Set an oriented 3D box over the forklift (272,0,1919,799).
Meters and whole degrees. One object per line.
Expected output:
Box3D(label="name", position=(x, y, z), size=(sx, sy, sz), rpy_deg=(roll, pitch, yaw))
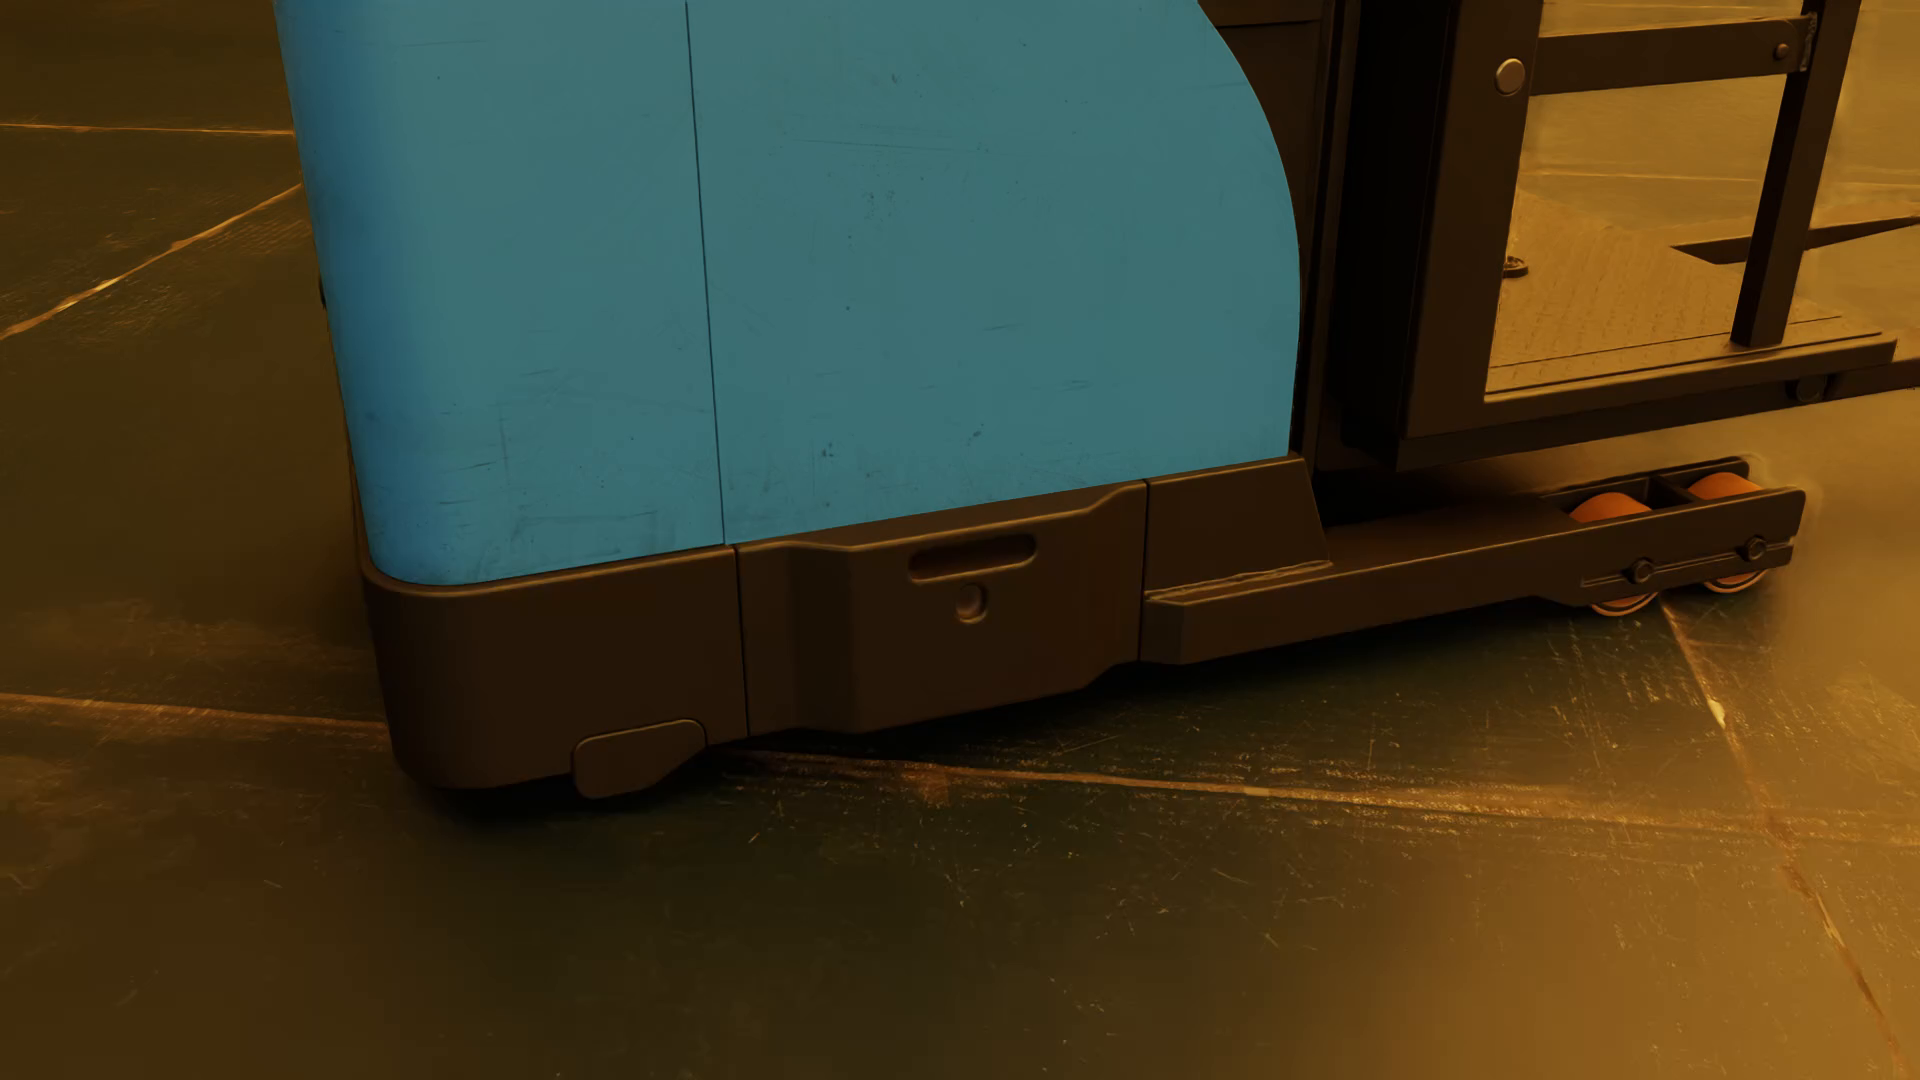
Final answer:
Box3D(label="forklift", position=(0.643, -1.418, 2.059), size=(3.031, 2.935, 1.130), rpy_deg=(-9, 28, -18))
